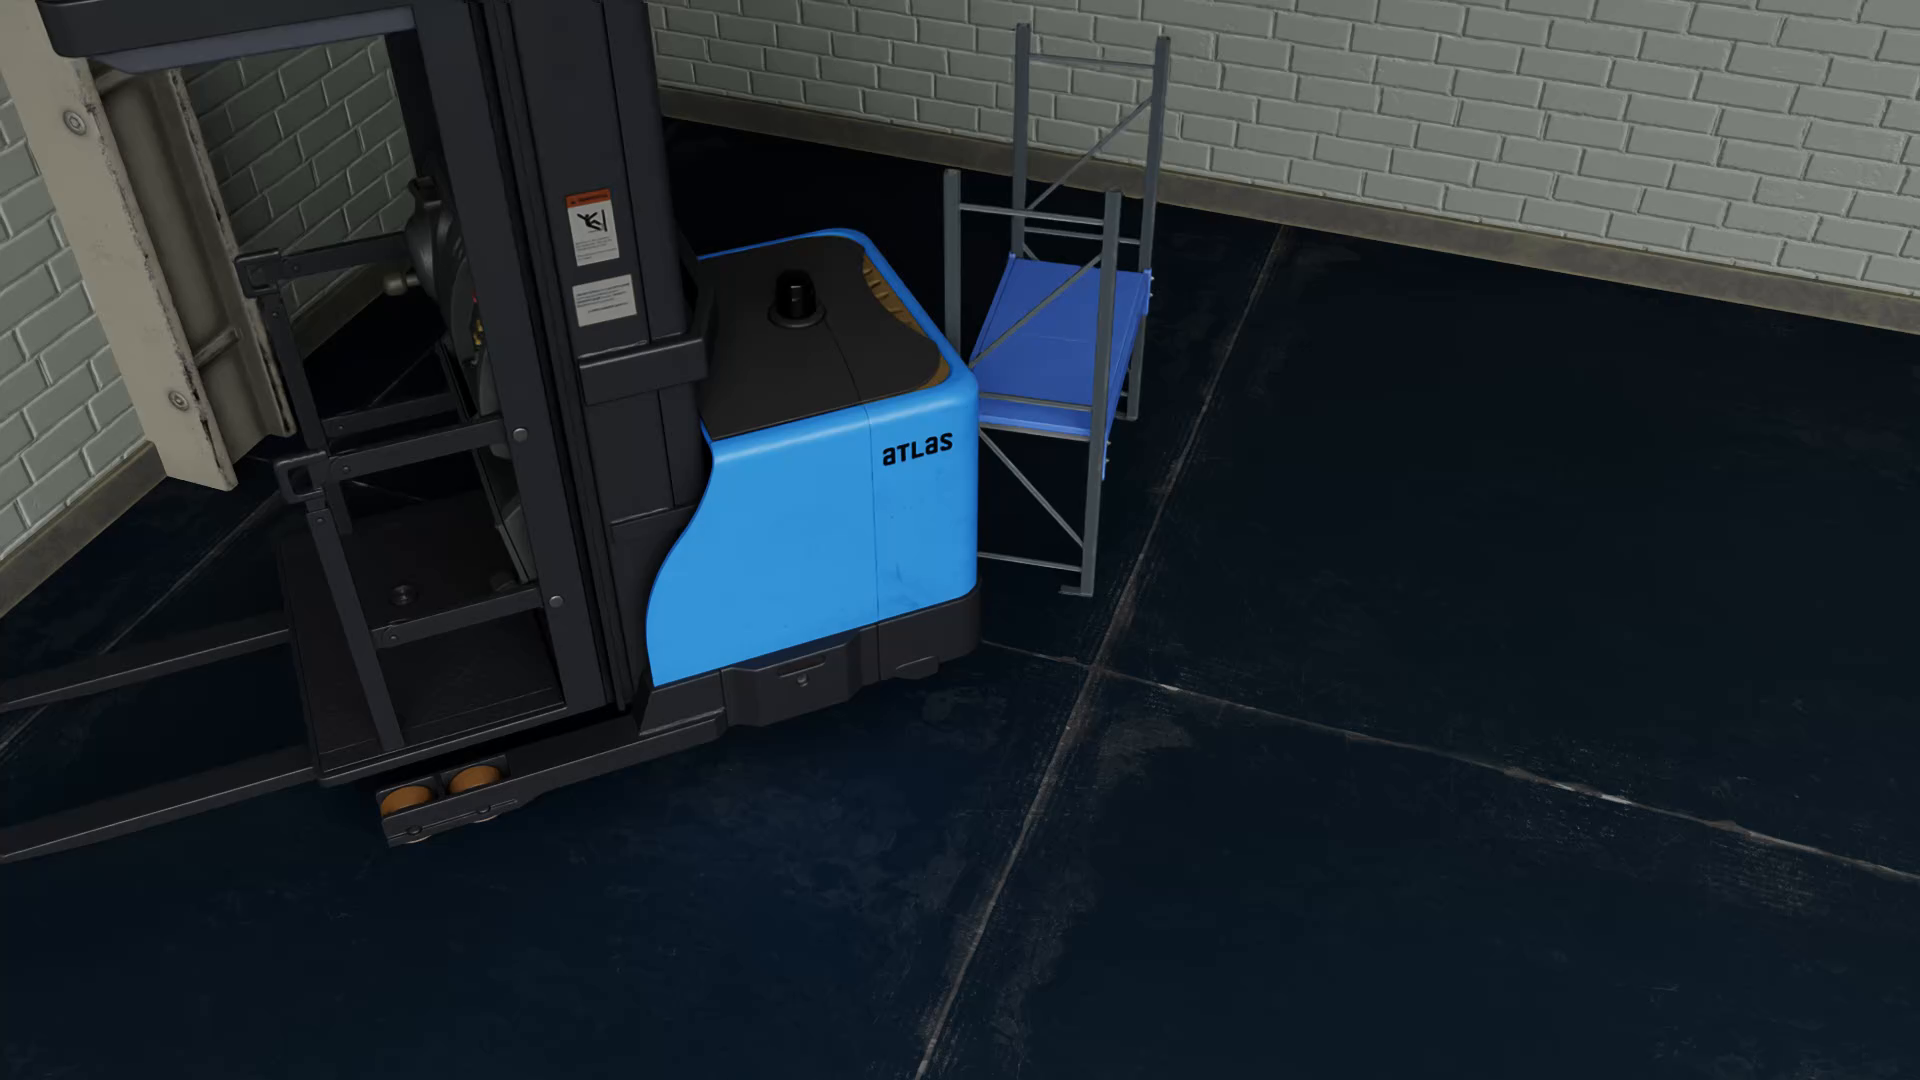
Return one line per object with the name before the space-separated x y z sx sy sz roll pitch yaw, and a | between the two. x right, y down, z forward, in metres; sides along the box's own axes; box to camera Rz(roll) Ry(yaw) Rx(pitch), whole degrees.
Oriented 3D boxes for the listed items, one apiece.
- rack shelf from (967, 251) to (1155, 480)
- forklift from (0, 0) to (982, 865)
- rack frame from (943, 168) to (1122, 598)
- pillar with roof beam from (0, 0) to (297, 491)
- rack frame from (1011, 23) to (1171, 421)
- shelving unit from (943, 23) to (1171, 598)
rack shelf | 0.314 -0.610 5.586 0.538 0.185 1.000 9 41 10
forklift | -1.498 -0.643 4.246 3.031 2.935 1.130 -16 43 -18
rack frame | 0.200 -0.425 5.093 0.500 1.500 0.032 9 41 10
pillar with roof beam | 1.353 -2.796 2.094 9.100 9.000 0.400 13 42 15
rack frame | 0.428 -1.068 5.846 0.500 1.500 0.032 9 41 10
shelving unit | 0.314 -0.746 5.469 0.538 1.500 1.048 9 41 10
